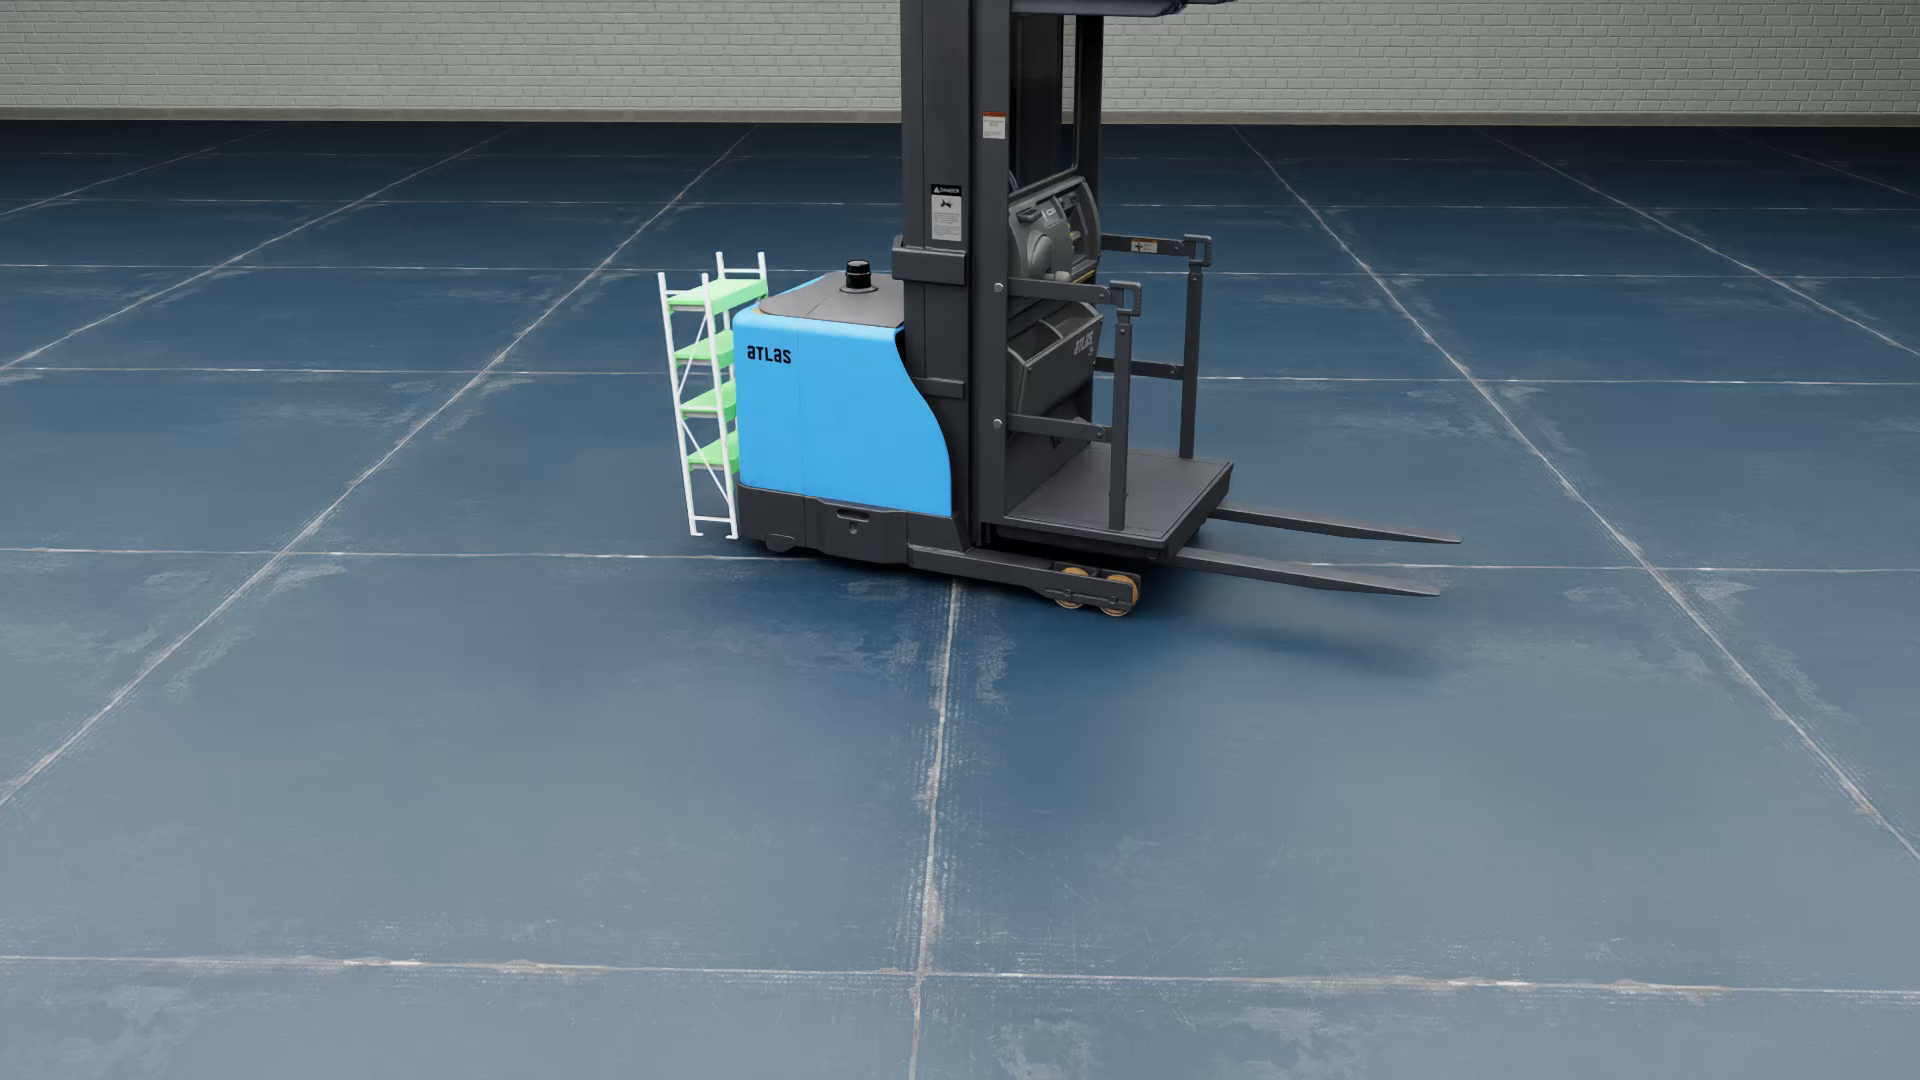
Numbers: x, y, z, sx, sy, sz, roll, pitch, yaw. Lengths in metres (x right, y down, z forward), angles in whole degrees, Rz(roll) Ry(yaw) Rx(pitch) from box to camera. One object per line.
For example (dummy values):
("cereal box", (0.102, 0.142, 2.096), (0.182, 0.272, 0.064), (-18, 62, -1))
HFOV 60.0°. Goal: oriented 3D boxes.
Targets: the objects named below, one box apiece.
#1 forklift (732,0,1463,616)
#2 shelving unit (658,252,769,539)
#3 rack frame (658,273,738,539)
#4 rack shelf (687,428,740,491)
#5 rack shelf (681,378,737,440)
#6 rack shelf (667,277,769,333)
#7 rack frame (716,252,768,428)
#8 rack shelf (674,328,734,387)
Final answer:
("forklift", (0.578, -1.276, 6.765), (3.031, 2.935, 1.130), (9, 23, 22))
("shelving unit", (-1.057, -0.661, 7.550), (0.258, 1.200, 0.503), (5, 21, 23))
("rack frame", (-1.152, -0.580, 7.341), (0.240, 1.200, 0.015), (5, 21, 23))
("rack shelf", (-1.037, -0.375, 7.652), (0.258, 0.148, 0.480), (5, 21, 23))
("rack shelf", (-1.052, -0.601, 7.572), (0.258, 0.148, 0.480), (5, 21, 23))
("rack shelf", (-1.084, -1.052, 7.411), (0.258, 0.148, 0.480), (5, 21, 23))
("rack frame", (-0.962, -0.742, 7.760), (0.240, 1.200, 0.015), (5, 21, 23))
("rack shelf", (-1.068, -0.827, 7.491), (0.258, 0.148, 0.480), (5, 21, 23))
